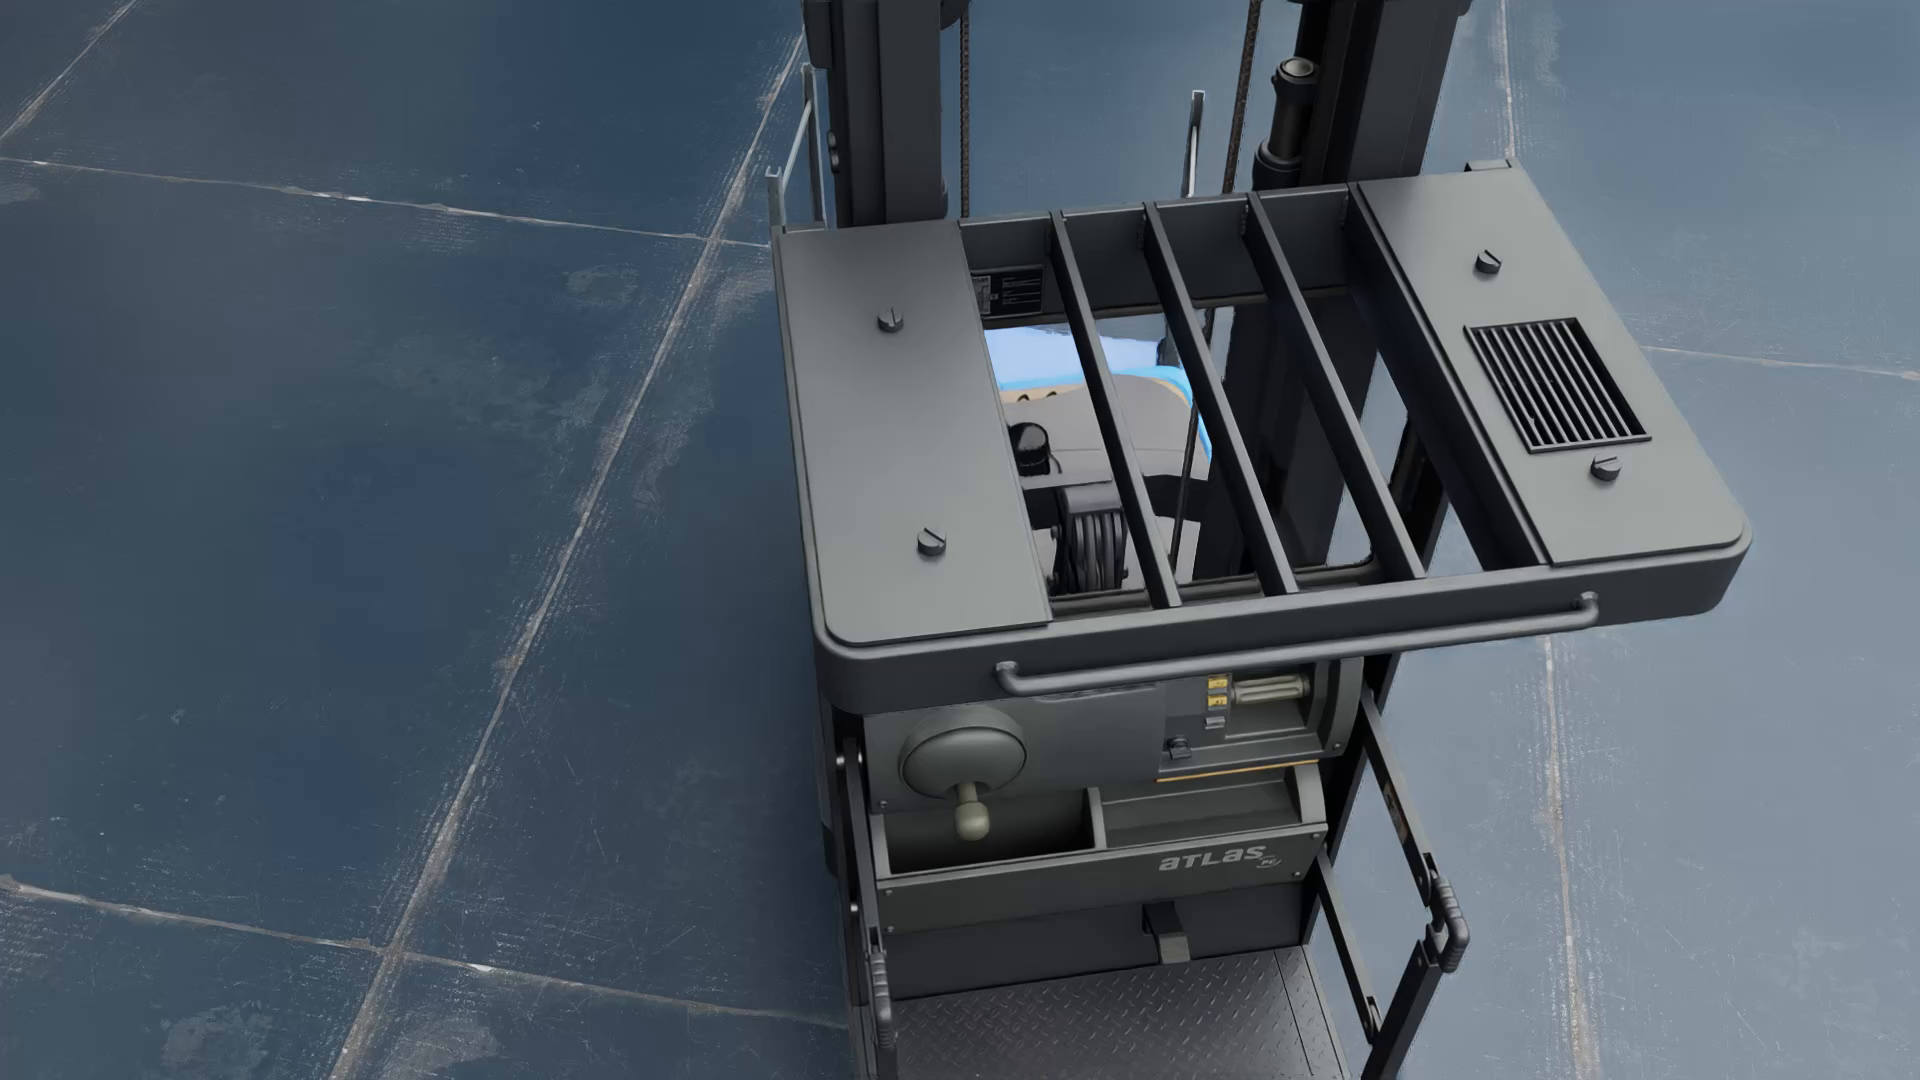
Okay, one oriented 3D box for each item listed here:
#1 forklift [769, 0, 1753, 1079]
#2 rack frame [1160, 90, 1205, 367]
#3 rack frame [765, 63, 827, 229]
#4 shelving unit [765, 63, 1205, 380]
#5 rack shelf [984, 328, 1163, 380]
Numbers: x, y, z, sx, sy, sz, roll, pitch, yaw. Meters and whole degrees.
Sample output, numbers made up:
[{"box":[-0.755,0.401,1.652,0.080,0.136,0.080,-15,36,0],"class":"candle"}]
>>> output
[{"box":[0.317,0.418,2.904,1.130,2.935,3.031,-6,48,-6],"class":"forklift"},{"box":[0.583,-0.469,4.663,0.032,1.500,0.500,5,48,5],"class":"rack frame"},{"box":[-0.426,-0.563,4.748,0.032,1.500,0.500,5,48,5],"class":"rack frame"},{"box":[0.078,-0.516,4.705,1.048,1.500,0.538,5,48,5],"class":"shelving unit"},{"box":[0.078,-0.396,4.839,1.000,0.185,0.538,5,48,5],"class":"rack shelf"}]
